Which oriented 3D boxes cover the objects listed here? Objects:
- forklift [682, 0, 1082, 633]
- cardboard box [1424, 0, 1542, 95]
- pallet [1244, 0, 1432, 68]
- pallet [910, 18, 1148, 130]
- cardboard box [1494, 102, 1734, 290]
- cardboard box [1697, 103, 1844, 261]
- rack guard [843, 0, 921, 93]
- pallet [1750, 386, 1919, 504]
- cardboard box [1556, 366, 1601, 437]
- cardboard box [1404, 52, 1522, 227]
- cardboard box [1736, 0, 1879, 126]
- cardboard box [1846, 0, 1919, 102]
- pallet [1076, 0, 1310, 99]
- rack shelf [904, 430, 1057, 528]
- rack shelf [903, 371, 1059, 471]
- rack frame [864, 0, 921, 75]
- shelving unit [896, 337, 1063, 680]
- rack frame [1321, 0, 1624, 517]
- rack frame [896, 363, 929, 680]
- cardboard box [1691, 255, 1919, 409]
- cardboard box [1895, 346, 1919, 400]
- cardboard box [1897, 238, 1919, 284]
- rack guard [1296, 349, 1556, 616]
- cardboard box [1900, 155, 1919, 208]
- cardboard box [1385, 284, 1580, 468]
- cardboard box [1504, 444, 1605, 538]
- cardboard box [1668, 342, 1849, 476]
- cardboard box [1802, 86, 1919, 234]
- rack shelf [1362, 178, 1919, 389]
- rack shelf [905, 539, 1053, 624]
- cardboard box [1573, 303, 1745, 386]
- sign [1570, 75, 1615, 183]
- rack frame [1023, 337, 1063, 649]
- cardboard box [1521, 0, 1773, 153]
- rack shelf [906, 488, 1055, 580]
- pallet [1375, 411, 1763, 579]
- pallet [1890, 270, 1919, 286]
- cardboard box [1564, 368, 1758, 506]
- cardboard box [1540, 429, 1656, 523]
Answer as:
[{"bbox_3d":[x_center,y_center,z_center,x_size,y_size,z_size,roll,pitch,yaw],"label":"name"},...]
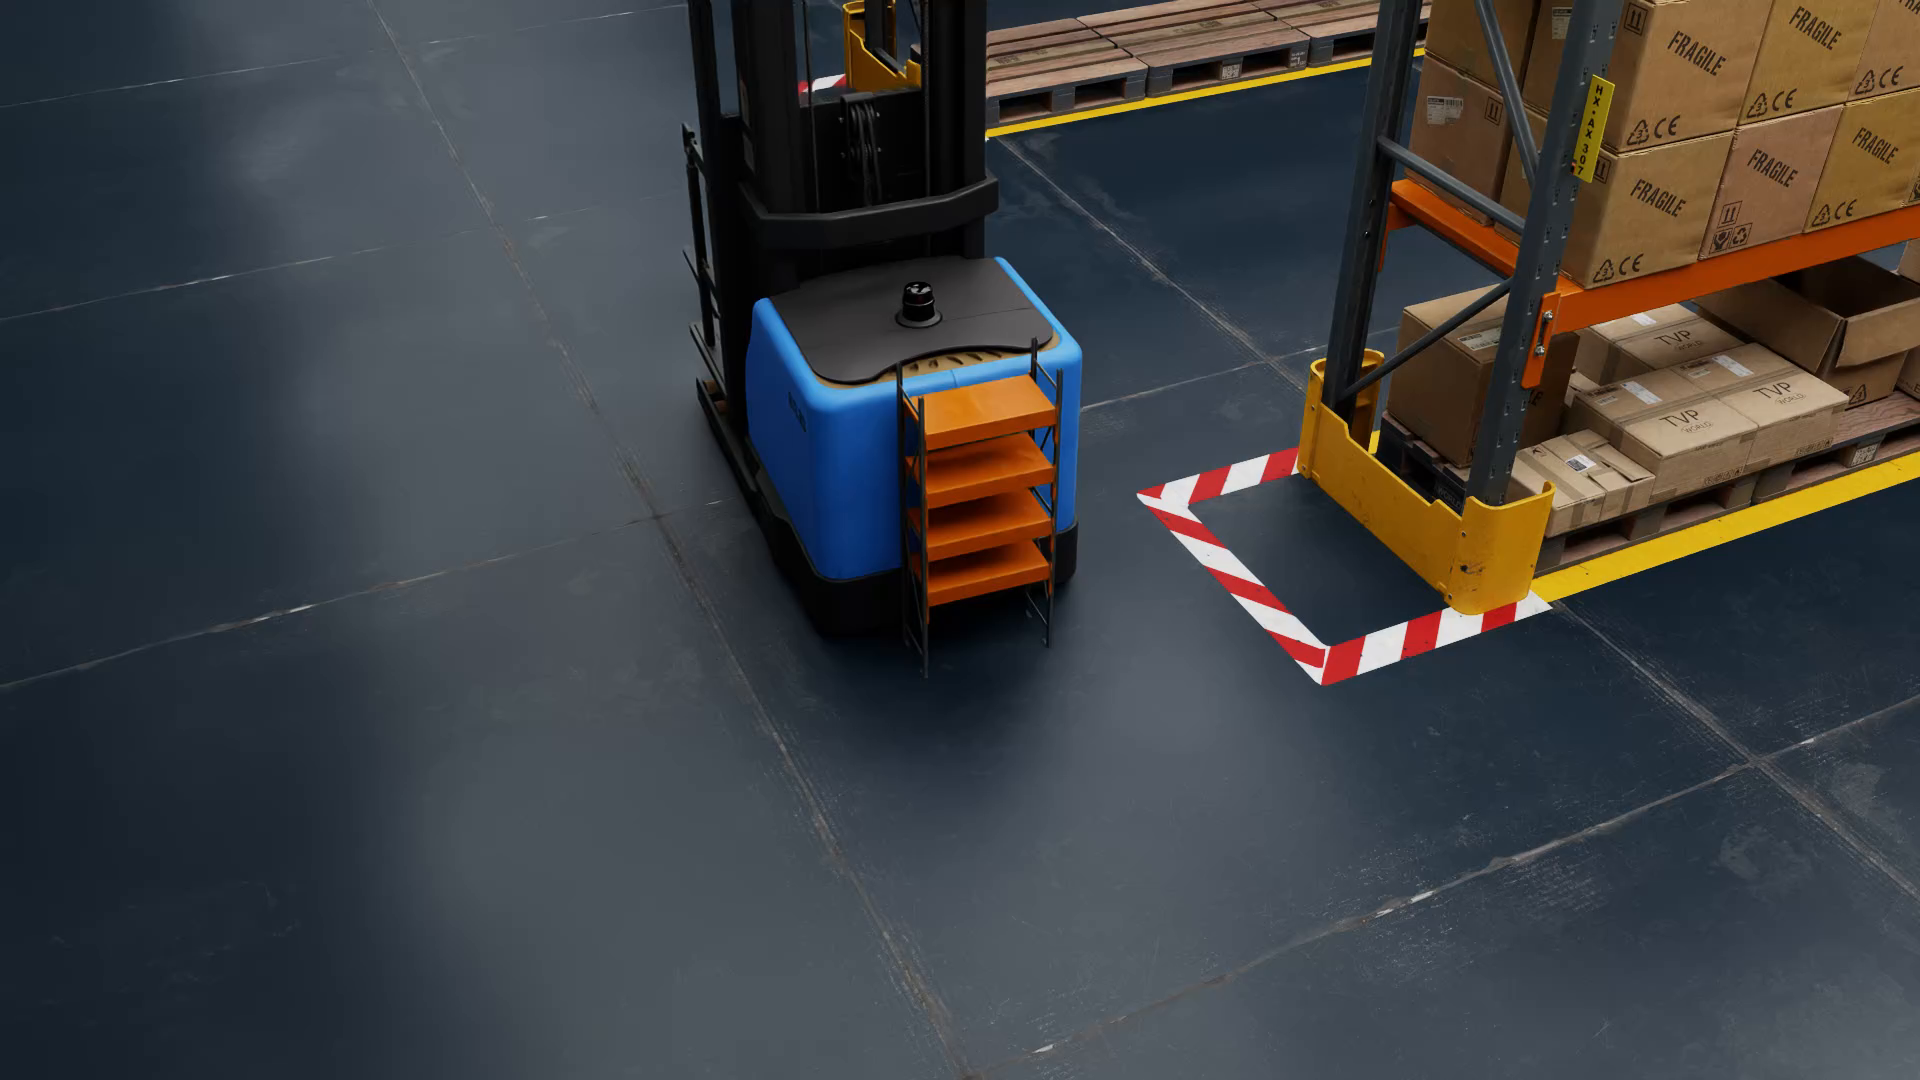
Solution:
[{"bbox_3d":[-0.542,-1.710,6.595,1.130,2.935,3.031,-13,38,-16],"label":"forklift"},{"bbox_3d":[2.050,-1.945,5.931,0.500,0.500,0.500,-16,39,-20],"label":"cardboard box"},{"bbox_3d":[2.634,-3.600,11.426,1.213,0.211,1.003,-16,39,-20],"label":"pallet"},{"bbox_3d":[0.425,-2.982,10.594,1.213,0.211,1.003,-16,39,-20],"label":"pallet"},{"bbox_3d":[2.277,-1.253,5.837,0.500,0.500,0.500,-15,39,-19],"label":"cardboard box"},{"bbox_3d":[2.742,-1.386,6.017,0.500,0.500,0.500,-16,39,-20],"label":"cardboard box"},{"bbox_3d":[-0.354,-2.897,10.237,0.348,0.500,1.175,-16,39,-20],"label":"rack guard"},{"bbox_3d":[3.657,-0.650,7.450,1.213,0.211,1.003,-16,39,-20],"label":"pallet"},{"bbox_3d":[2.556,-0.606,7.057,0.250,0.166,0.380,-16,39,-20],"label":"cardboard box"},{"bbox_3d":[2.053,-1.543,6.228,0.500,0.500,0.500,-14,39,-19],"label":"cardboard box"},{"bbox_3d":[2.747,-1.791,5.723,0.500,0.500,0.500,-15,39,-19],"label":"cardboard box"},{"bbox_3d":[3.202,-1.915,5.890,0.500,0.500,0.500,-15,39,-19],"label":"cardboard box"},{"bbox_3d":[1.528,-3.289,11.007,1.213,0.211,1.003,-16,39,-20],"label":"pallet"},{"bbox_3d":[0.064,-0.217,5.773,0.480,0.148,0.258,-13,38,-16],"label":"rack shelf"},{"bbox_3d":[0.064,-0.407,5.632,0.480,0.148,0.258,-13,38,-16],"label":"rack shelf"},{"bbox_3d":[-0.338,-3.915,9.510,0.127,3.000,1.000,-16,39,-20],"label":"rack frame"},{"bbox_3d":[0.064,-0.092,5.866,0.503,1.200,0.258,-13,38,-16],"label":"shelving unit"},{"bbox_3d":[1.764,-1.242,5.907,0.127,3.000,1.000,-16,39,-20],"label":"rack frame"},{"bbox_3d":[-0.164,-0.041,5.797,0.015,1.200,0.240,-13,38,-16],"label":"rack frame"},{"bbox_3d":[3.686,-0.951,7.240,0.637,0.503,0.797,-16,39,-20],"label":"cardboard box"},{"bbox_3d":[4.311,-0.865,7.285,0.500,0.311,0.500,-16,39,-20],"label":"cardboard box"},{"bbox_3d":[4.913,-1.362,7.956,0.500,0.311,0.500,-16,39,-20],"label":"cardboard box"},{"bbox_3d":[1.832,-0.258,6.678,0.348,0.500,1.175,-16,39,-20],"label":"rack guard"},{"bbox_3d":[3.651,-1.637,6.355,0.500,0.500,0.500,-15,39,-19],"label":"cardboard box"},{"bbox_3d":[2.151,-0.686,6.885,0.500,0.500,0.500,-16,39,-20],"label":"cardboard box"},{"bbox_3d":[2.289,-0.195,6.518,0.250,0.149,0.380,-16,39,-20],"label":"cardboard box"},{"bbox_3d":[3.282,-0.552,6.916,0.500,0.250,0.500,-16,39,-20],"label":"cardboard box"},{"bbox_3d":[3.198,-1.512,6.186,0.500,0.500,0.500,-16,39,-20],"label":"cardboard box"},{"bbox_3d":[3.574,-1.460,6.804,4.000,0.370,1.077,-16,39,-20],"label":"rack shelf"},{"bbox_3d":[0.064,0.122,6.025,0.480,0.148,0.258,-13,38,-16],"label":"rack shelf"},{"bbox_3d":[3.024,-0.809,7.262,0.500,0.250,0.500,-16,39,-20],"label":"cardboard box"},{"bbox_3d":[1.994,-1.297,5.255,0.005,0.325,0.100,-16,39,-20],"label":"sign"},{"bbox_3d":[0.293,-0.143,5.935,0.015,1.200,0.240,-13,38,-16],"label":"rack frame"},{"bbox_3d":[2.277,-1.654,5.539,0.500,0.500,0.500,-14,39,-19],"label":"cardboard box"},{"bbox_3d":[0.064,-0.038,5.907,0.480,0.148,0.258,-13,38,-16],"label":"rack shelf"},{"bbox_3d":[2.554,-0.344,7.037,1.213,0.211,1.003,-16,39,-20],"label":"pallet"},{"bbox_3d":[4.763,-0.961,7.869,1.213,0.211,1.003,-16,39,-20],"label":"pallet"},{"bbox_3d":[2.829,-0.426,6.745,0.500,0.250,0.500,-16,39,-20],"label":"cardboard box"},{"bbox_3d":[2.515,-0.265,6.598,0.250,0.166,0.380,-16,39,-20],"label":"cardboard box"}]
